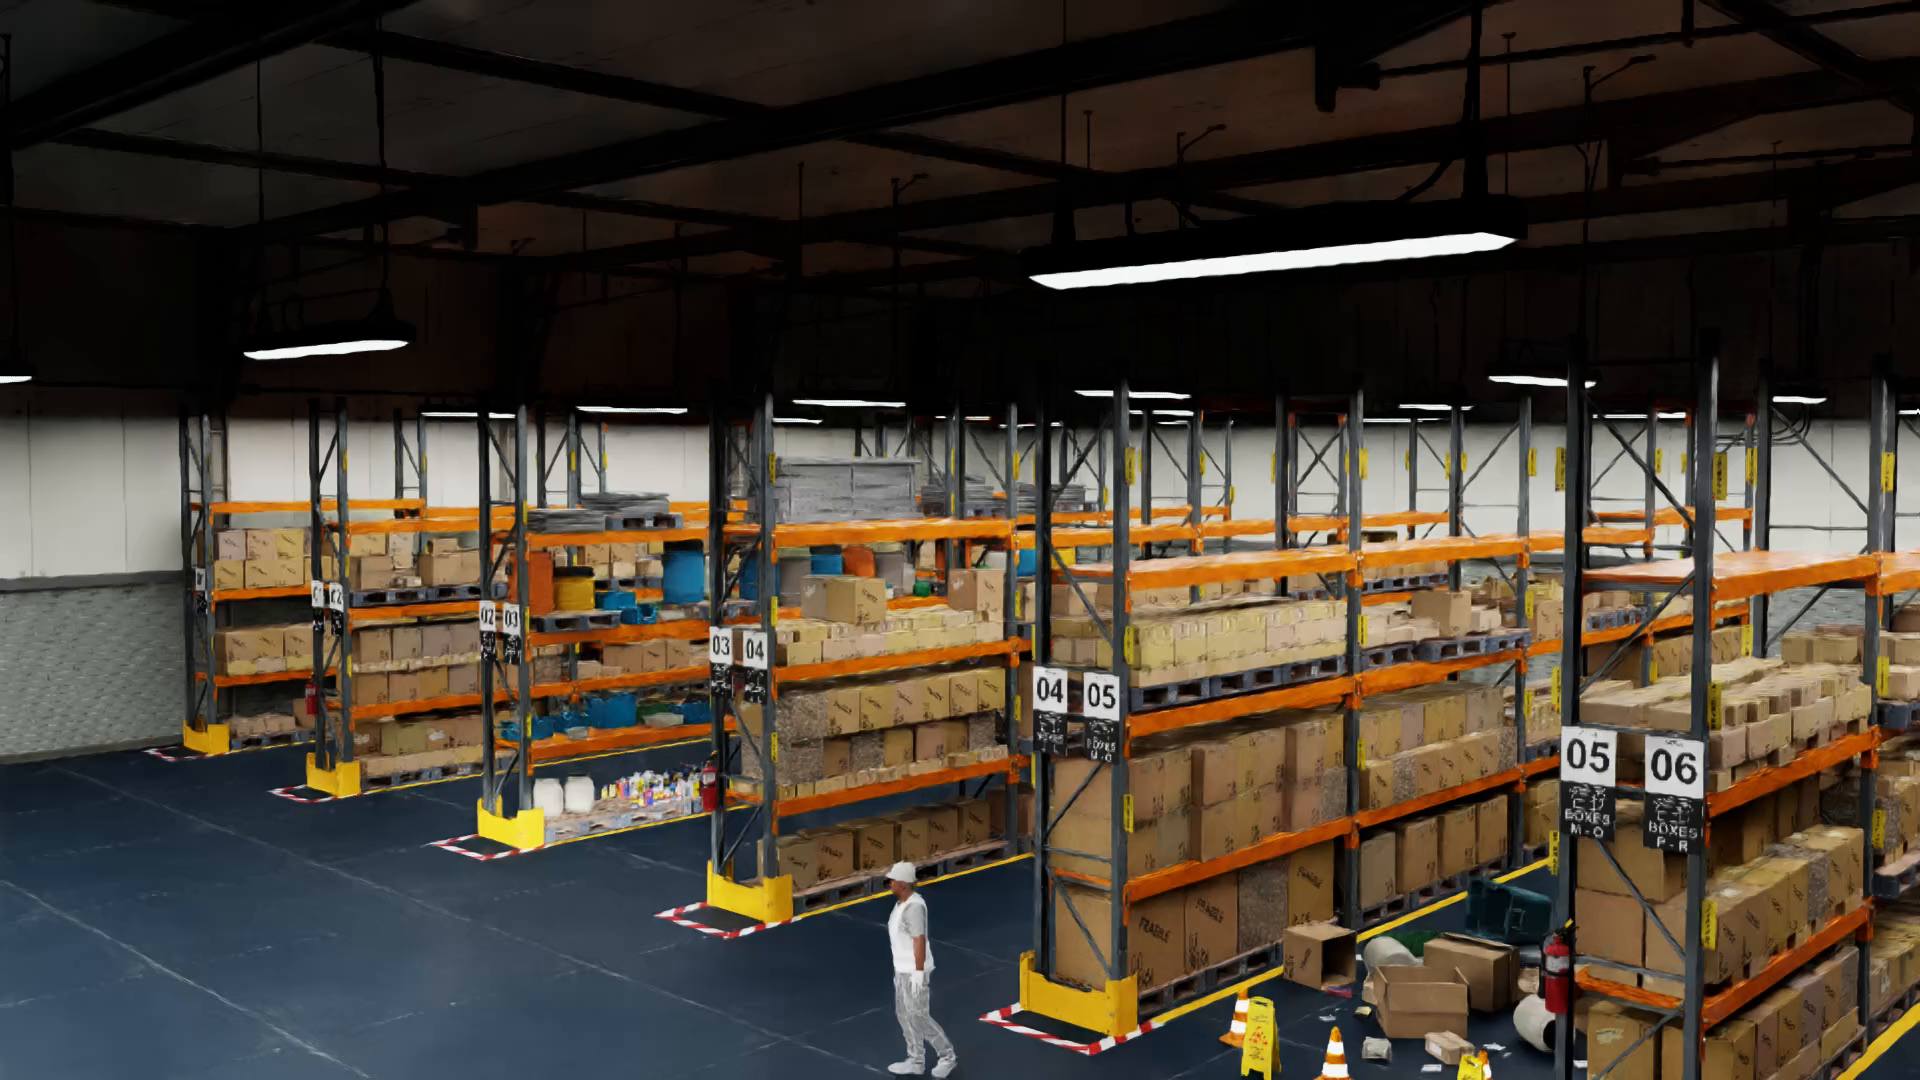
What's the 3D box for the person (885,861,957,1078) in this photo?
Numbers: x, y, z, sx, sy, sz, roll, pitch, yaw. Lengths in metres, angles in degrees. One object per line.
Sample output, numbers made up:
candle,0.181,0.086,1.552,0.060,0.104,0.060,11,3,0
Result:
person,-0.326,3.554,13.805,0.579,1.773,0.598,-1,3,-10
